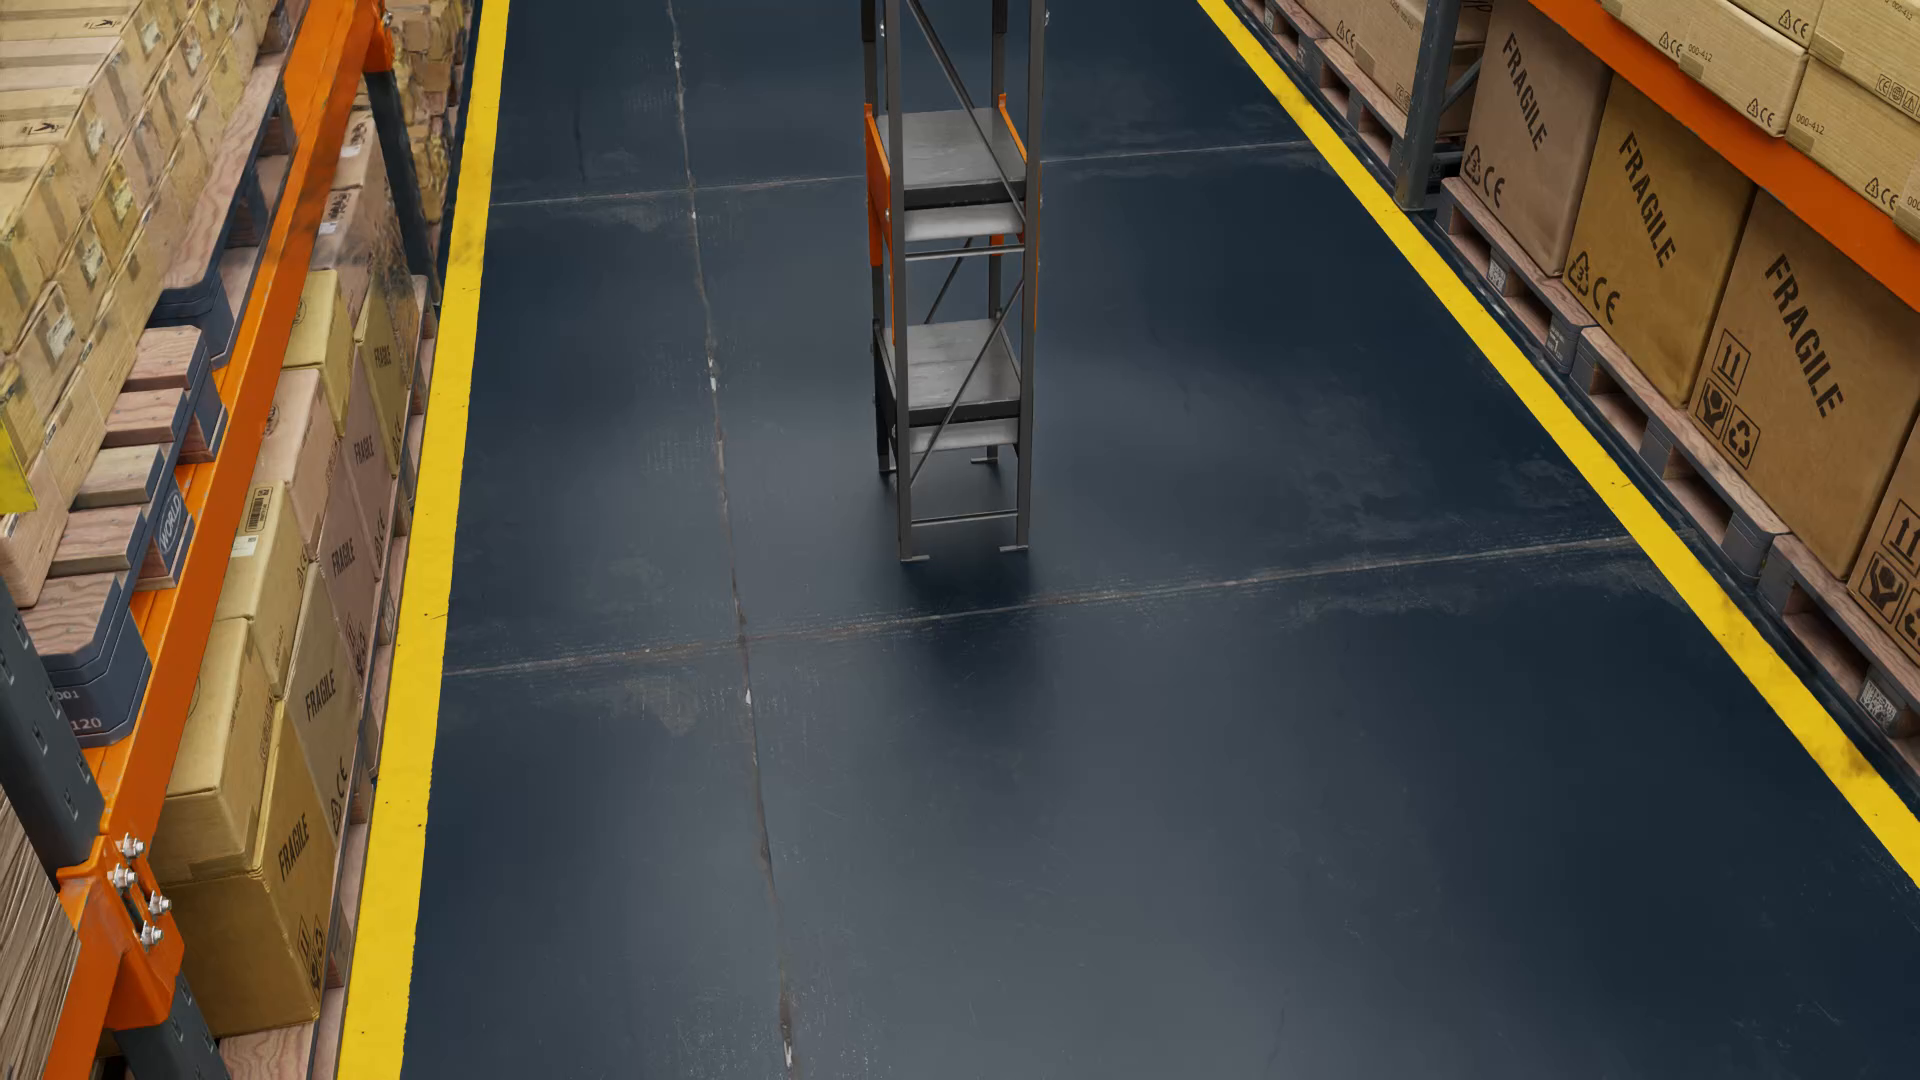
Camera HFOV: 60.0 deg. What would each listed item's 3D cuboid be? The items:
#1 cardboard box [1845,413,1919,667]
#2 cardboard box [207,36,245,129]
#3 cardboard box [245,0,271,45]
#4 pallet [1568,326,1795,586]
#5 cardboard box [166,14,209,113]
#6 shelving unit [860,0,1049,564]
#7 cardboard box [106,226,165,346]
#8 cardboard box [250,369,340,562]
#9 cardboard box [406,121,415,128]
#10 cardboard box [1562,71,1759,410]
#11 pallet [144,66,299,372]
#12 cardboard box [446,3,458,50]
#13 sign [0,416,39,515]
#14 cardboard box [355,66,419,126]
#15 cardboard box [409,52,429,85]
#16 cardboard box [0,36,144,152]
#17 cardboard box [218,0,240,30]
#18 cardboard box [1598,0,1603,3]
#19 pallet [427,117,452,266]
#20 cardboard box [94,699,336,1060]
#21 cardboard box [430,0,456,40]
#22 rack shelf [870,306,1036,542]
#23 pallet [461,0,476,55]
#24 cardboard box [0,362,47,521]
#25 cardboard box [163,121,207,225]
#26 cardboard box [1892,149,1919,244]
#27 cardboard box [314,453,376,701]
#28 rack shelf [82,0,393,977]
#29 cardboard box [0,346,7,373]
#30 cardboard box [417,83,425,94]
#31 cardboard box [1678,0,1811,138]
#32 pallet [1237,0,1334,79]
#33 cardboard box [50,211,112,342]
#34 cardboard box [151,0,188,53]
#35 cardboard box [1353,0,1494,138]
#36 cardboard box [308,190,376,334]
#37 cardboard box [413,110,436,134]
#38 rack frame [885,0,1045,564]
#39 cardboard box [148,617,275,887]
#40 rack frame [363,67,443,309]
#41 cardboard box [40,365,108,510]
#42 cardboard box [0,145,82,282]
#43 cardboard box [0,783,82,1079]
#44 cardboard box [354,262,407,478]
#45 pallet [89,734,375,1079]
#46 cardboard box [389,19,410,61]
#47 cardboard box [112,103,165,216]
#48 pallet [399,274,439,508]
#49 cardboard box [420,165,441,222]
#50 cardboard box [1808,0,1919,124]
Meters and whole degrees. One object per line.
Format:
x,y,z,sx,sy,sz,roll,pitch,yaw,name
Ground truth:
3.015,0.010,4.182,0.875,0.875,0.875,-7,38,-8,cardboard box
-2.006,-1.121,4.111,0.380,0.149,0.250,-5,38,-6,cardboard box
-2.106,-1.449,4.532,0.380,0.149,0.250,-8,39,-10,cardboard box
2.780,-0.356,5.536,1.003,0.211,1.213,-6,38,-8,pallet
-1.966,-1.082,3.817,0.380,0.149,0.250,-5,38,-6,cardboard box
-0.029,-0.929,4.735,0.431,2.100,0.503,-6,38,-8,shelving unit
-1.824,-0.490,3.298,0.380,0.149,0.250,-5,38,-6,cardboard box
-1.847,-0.168,4.105,0.500,0.250,0.500,-6,38,-8,cardboard box
-2.383,-1.614,6.621,0.380,0.149,0.250,-6,38,-8,cardboard box
2.707,-1.069,5.571,0.875,0.875,0.875,-5,38,-7,cardboard box
-2.188,-0.759,3.939,1.003,0.211,1.213,-6,38,-8,pallet
-2.609,-2.445,7.933,0.380,0.149,0.250,-6,38,-7,cardboard box
-1.255,-0.163,2.071,0.100,0.325,0.005,-6,38,-8,sign
-2.349,-1.738,6.538,0.380,0.149,0.250,-4,38,-6,cardboard box
-2.531,-2.089,7.233,0.380,0.149,0.250,-5,38,-6,cardboard box
-1.875,-0.879,3.314,0.380,0.149,0.250,-5,38,-6,cardboard box
-2.053,-1.394,4.219,0.380,0.149,0.250,-8,39,-10,cardboard box
2.263,-1.987,5.485,0.500,0.250,0.500,-7,38,-9,cardboard box
-2.655,-1.360,6.829,1.003,0.211,1.213,-6,38,-8,pallet
-1.674,0.723,3.570,0.500,0.500,0.500,-8,39,-10,cardboard box
-2.531,-2.400,7.633,0.380,0.149,0.250,-6,38,-7,cardboard box
-0.029,-0.366,5.172,0.431,0.518,0.480,-6,38,-8,rack shelf
-3.083,-2.834,8.726,1.003,0.211,1.213,-6,38,-8,pallet
-1.688,-0.141,2.607,0.380,0.149,0.250,-5,38,-6,cardboard box
-1.915,-0.803,3.701,0.380,0.149,0.250,-6,38,-7,cardboard box
2.605,-0.762,3.909,0.500,0.250,0.500,-6,38,-7,cardboard box
-1.860,0.110,4.359,0.500,0.500,0.500,-7,38,-9,cardboard box
-2.152,-0.568,4.122,1.077,0.370,4.000,-6,38,-8,rack shelf
-1.692,-0.248,2.502,0.380,0.149,0.250,-6,38,-8,cardboard box
-2.566,-1.966,7.317,0.380,0.149,0.250,-8,39,-10,cardboard box
2.416,-1.373,4.695,0.500,0.250,0.500,-7,38,-9,cardboard box
2.080,-2.758,8.628,1.003,0.211,1.213,-6,38,-8,pallet
-1.788,-0.466,3.025,0.380,0.149,0.250,-7,38,-9,cardboard box
-1.963,-1.190,3.714,0.380,0.149,0.250,-7,38,-9,cardboard box
2.349,-2.198,7.380,0.875,0.438,0.875,-7,38,-9,cardboard box
-2.046,-0.800,4.919,0.500,0.250,0.500,-5,38,-6,cardboard box
-2.391,-1.660,6.923,0.380,0.149,0.250,-6,38,-8,cardboard box
0.014,-0.782,4.545,0.400,2.100,0.015,-6,38,-8,rack frame
-1.683,0.439,3.324,0.500,0.250,0.500,-8,39,-10,cardboard box
-2.502,-2.060,5.456,1.000,3.000,0.127,-6,38,-8,rack frame
-1.727,-0.164,2.879,0.380,0.149,0.250,-4,38,-6,cardboard box
-1.780,-0.556,2.898,0.380,0.149,0.250,-6,38,-8,cardboard box
-1.458,0.560,2.003,0.500,0.500,0.500,-6,38,-8,cardboard box
-2.035,-0.509,5.155,0.500,0.500,0.500,-7,38,-9,cardboard box
-1.936,0.985,3.810,1.003,0.211,1.213,-6,38,-8,pallet
-2.510,-2.040,6.928,0.380,0.149,0.250,-7,38,-9,cardboard box
-1.875,-0.769,3.415,0.380,0.149,0.250,-6,38,-8,cardboard box
-2.364,-0.489,5.707,1.003,0.211,1.213,-6,38,-8,pallet
-2.250,-1.354,6.530,0.380,0.149,0.250,-8,39,-10,cardboard box
2.516,-1.257,4.138,0.500,0.250,0.500,-7,38,-9,cardboard box
